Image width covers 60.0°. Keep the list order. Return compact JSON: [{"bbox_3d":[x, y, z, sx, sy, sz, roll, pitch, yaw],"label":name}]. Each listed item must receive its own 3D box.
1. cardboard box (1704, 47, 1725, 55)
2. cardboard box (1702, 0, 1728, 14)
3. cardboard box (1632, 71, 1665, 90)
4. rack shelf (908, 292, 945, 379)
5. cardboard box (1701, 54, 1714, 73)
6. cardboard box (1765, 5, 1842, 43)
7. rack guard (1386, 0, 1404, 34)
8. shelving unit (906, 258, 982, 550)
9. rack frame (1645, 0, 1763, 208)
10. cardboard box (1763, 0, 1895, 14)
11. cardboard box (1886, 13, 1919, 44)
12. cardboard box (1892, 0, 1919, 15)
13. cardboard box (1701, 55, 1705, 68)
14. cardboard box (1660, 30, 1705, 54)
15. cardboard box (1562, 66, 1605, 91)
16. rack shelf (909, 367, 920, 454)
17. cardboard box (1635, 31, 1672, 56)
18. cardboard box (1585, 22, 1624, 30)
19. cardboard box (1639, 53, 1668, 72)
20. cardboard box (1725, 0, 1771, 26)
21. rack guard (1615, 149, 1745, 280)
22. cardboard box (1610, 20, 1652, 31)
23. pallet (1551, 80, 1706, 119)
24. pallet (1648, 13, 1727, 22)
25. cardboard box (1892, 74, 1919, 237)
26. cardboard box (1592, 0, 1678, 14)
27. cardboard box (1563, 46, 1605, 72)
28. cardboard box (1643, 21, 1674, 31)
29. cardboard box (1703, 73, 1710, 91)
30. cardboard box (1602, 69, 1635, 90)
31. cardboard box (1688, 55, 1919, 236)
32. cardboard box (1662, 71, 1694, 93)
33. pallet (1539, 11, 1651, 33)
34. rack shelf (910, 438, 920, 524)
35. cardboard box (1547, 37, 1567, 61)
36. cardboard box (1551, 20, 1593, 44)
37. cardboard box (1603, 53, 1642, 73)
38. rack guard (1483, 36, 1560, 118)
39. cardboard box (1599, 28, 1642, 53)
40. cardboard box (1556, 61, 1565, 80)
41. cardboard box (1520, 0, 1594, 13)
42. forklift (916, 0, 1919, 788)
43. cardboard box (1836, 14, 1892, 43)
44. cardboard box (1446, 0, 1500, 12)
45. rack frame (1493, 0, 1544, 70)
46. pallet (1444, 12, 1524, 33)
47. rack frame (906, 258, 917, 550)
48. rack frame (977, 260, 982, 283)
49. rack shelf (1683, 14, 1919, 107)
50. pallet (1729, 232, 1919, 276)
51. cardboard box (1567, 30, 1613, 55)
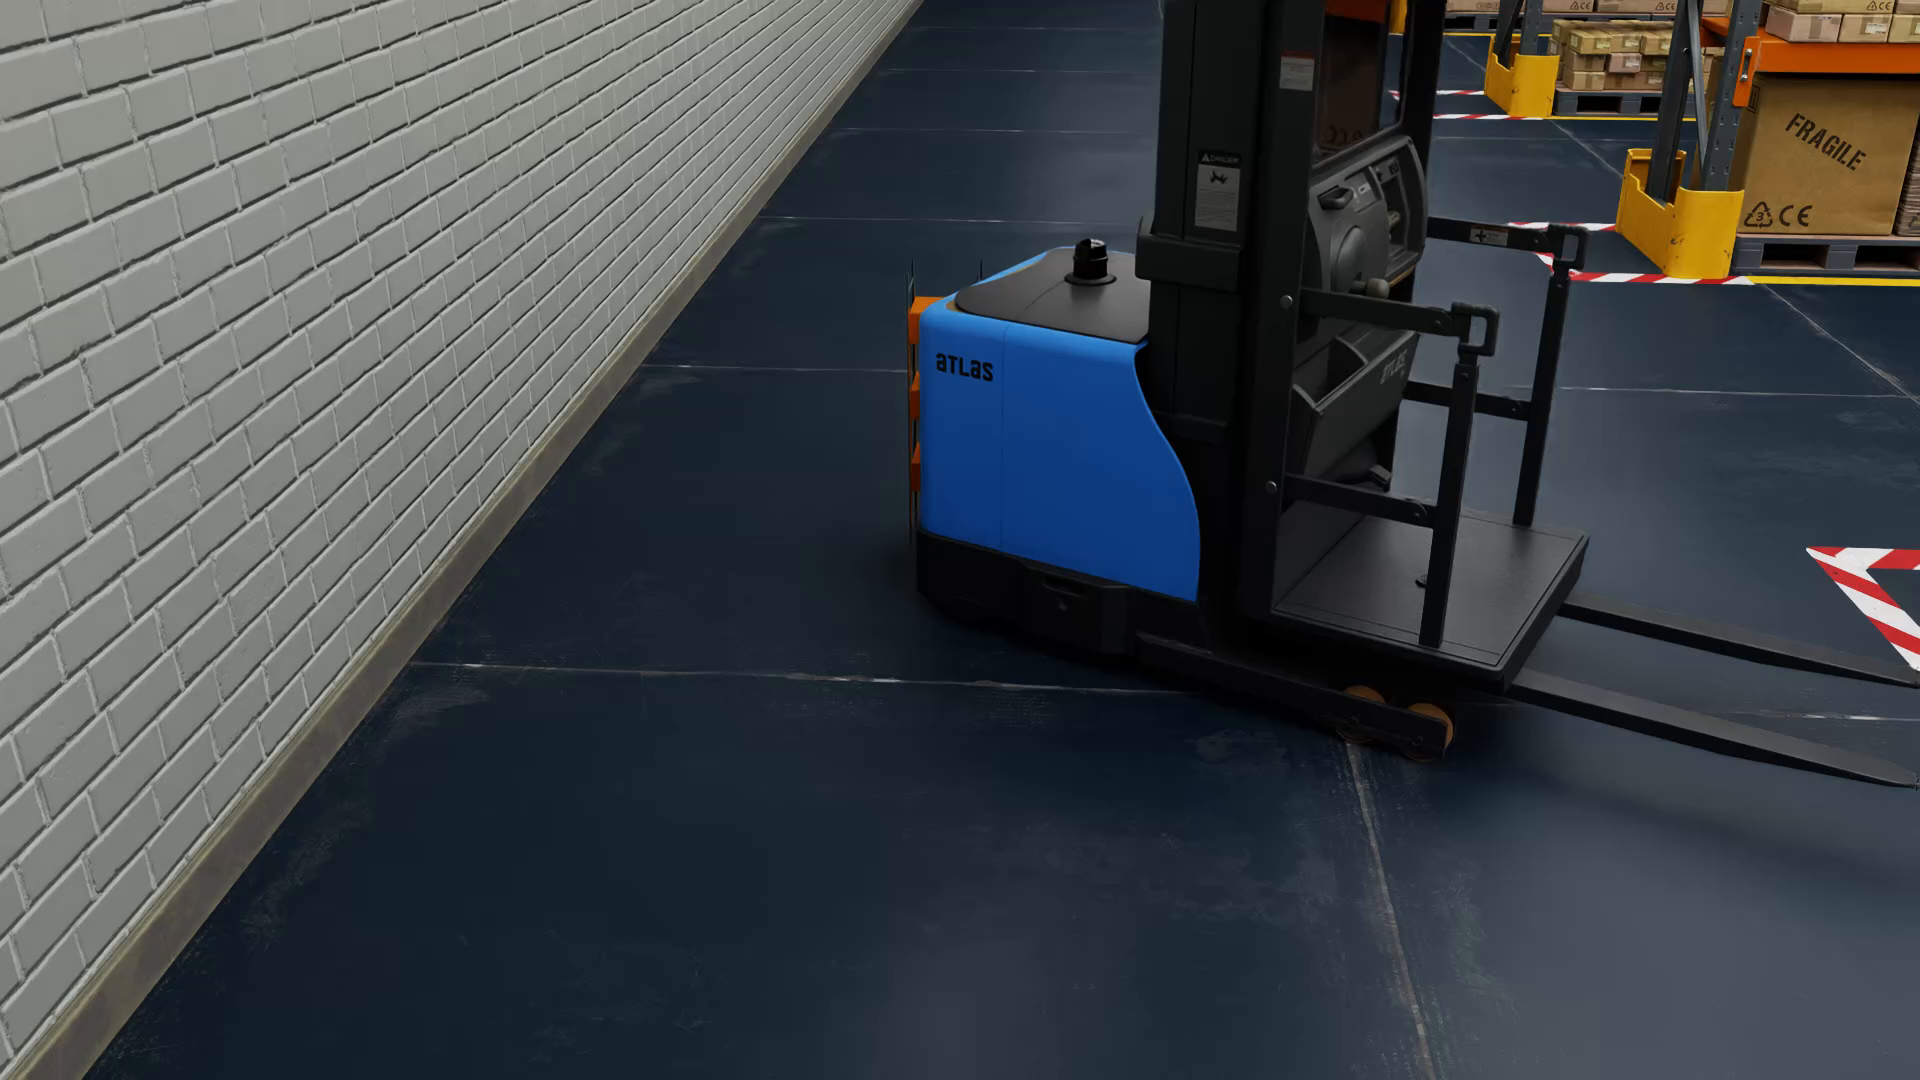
[{"bbox_3d":[6.320,-4.158,13.894,0.250,0.149,0.380,3,25,6],"label":"cardboard box"},{"bbox_3d":[8.417,-6.186,18.669,0.875,0.438,0.875,1,25,3],"label":"cardboard box"},{"bbox_3d":[5.782,-3.923,14.095,0.250,0.149,0.380,2,25,5],"label":"cardboard box"},{"bbox_3d":[-0.053,-0.727,5.920,0.240,0.259,0.215,2,25,4],"label":"rack shelf"},{"bbox_3d":[6.310,-4.038,13.989,0.250,0.149,0.380,1,25,1],"label":"cardboard box"},{"bbox_3d":[4.617,-2.829,9.111,0.250,0.149,0.380,2,25,5],"label":"cardboard box"},{"bbox_3d":[5.023,-6.088,18.883,0.348,0.500,1.175,2,25,4],"label":"rack guard"},{"bbox_3d":[-0.053,-0.479,6.034,0.252,1.050,0.215,2,25,4],"label":"shelving unit"},{"bbox_3d":[4.288,-3.092,9.382,0.127,3.000,1.000,2,25,4],"label":"rack frame"},{"bbox_3d":[4.746,-3.032,9.073,0.500,0.250,0.500,1,25,3],"label":"cardboard box"},{"bbox_3d":[5.128,-2.814,9.077,0.250,0.149,0.380,1,25,3],"label":"cardboard box"},{"bbox_3d":[5.265,-3.018,9.043,0.500,0.250,0.500,2,25,3],"label":"cardboard box"},{"bbox_3d":[6.038,-4.007,13.922,0.250,0.149,0.380,3,25,6],"label":"cardboard box"},{"bbox_3d":[6.044,-4.170,13.921,0.250,0.149,0.380,1,25,1],"label":"cardboard box"},{"bbox_3d":[5.266,-3.902,14.050,0.250,0.149,0.380,2,25,5],"label":"cardboard box"},{"bbox_3d":[-0.053,-0.469,6.039,0.240,0.259,0.215,2,25,4],"label":"rack shelf"},{"bbox_3d":[5.790,-4.144,13.864,0.250,0.149,0.380,2,25,4],"label":"cardboard box"},{"bbox_3d":[5.562,-4.379,14.375,0.250,0.149,0.380,2,25,5],"label":"cardboard box"},{"bbox_3d":[5.791,-4.060,14.038,0.250,0.149,0.380,2,25,5],"label":"cardboard box"},{"bbox_3d":[4.668,-3.104,9.708,0.250,0.149,0.380,2,25,5],"label":"cardboard box"},{"bbox_3d":[4.264,-1.958,9.906,0.348,0.500,1.175,2,25,4],"label":"rack guard"},{"bbox_3d":[5.830,-4.424,14.472,0.250,0.149,0.380,1,25,3],"label":"cardboard box"},{"bbox_3d":[5.652,-3.847,14.357,1.213,0.211,1.003,2,25,4],"label":"pallet"},{"bbox_3d":[8.283,-5.885,18.787,1.213,0.211,1.003,2,25,4],"label":"pallet"},{"bbox_3d":[5.840,-2.302,9.703,0.875,0.875,0.875,2,25,4],"label":"cardboard box"},{"bbox_3d":[7.524,-6.215,18.731,0.875,0.438,0.875,1,25,2],"label":"cardboard box"},{"bbox_3d":[5.271,-4.064,14.045,0.250,0.149,0.380,3,25,6],"label":"cardboard box"},{"bbox_3d":[6.083,-4.389,14.396,0.250,0.149,0.380,1,25,2],"label":"cardboard box"},{"bbox_3d":[6.290,-3.900,14.046,0.250,0.149,0.380,2,25,4],"label":"cardboard box"},{"bbox_3d":[5.534,-3.928,14.106,0.250,0.149,0.380,2,25,4],"label":"cardboard box"},{"bbox_3d":[4.932,-2.331,9.767,0.875,0.875,0.875,2,25,4],"label":"cardboard box"},{"bbox_3d":[6.028,-3.869,13.977,0.250,0.149,0.380,2,25,5],"label":"cardboard box"},{"bbox_3d":[7.063,-5.923,18.869,1.213,0.211,1.003,2,25,4],"label":"pallet"},{"bbox_3d":[-0.053,-0.217,6.155,0.240,0.259,0.215,2,25,4],"label":"rack shelf"},{"bbox_3d":[5.317,-4.289,14.536,0.250,0.149,0.380,1,25,3],"label":"cardboard box"},{"bbox_3d":[5.316,-4.411,14.444,0.250,0.149,0.380,2,25,5],"label":"cardboard box"},{"bbox_3d":[5.540,-4.031,13.975,0.250,0.149,0.380,2,25,4],"label":"cardboard box"},{"bbox_3d":[4.844,-4.018,14.385,0.348,0.500,1.175,2,25,4],"label":"rack guard"},{"bbox_3d":[5.549,-4.205,13.997,0.250,0.149,0.380,2,25,5],"label":"cardboard box"},{"bbox_3d":[5.309,-4.122,14.528,0.250,0.149,0.380,2,25,5],"label":"cardboard box"},{"bbox_3d":[6.626,-6.244,18.795,0.875,0.438,0.875,2,25,5],"label":"cardboard box"},{"bbox_3d":[1.375,-0.939,4.785,3.031,2.935,1.130,15,28,29],"label":"forklift"},{"bbox_3d":[4.873,-2.822,9.095,0.250,0.149,0.380,1,25,3],"label":"cardboard box"},{"bbox_3d":[5.712,-6.270,18.851,0.875,0.438,0.875,1,25,2],"label":"cardboard box"},{"bbox_3d":[4.768,-5.156,13.868,0.127,3.000,1.000,2,25,4],"label":"rack frame"},{"bbox_3d":[5.850,-5.963,18.957,1.213,0.211,1.003,2,25,4],"label":"pallet"},{"bbox_3d":[-0.175,-0.483,6.043,0.008,1.050,0.200,2,25,4],"label":"rack frame"},{"bbox_3d":[0.068,-0.475,6.026,0.008,1.050,0.200,2,25,4],"label":"rack frame"},{"bbox_3d":[6.282,-2.702,9.394,4.000,0.370,1.077,2,25,4],"label":"rack shelf"},{"bbox_3d":[5.091,-1.833,9.980,1.213,0.211,1.003,2,25,4],"label":"pallet"},{"bbox_3d":[5.265,-4.164,13.907,0.250,0.149,0.380,1,25,2],"label":"cardboard box"}]
